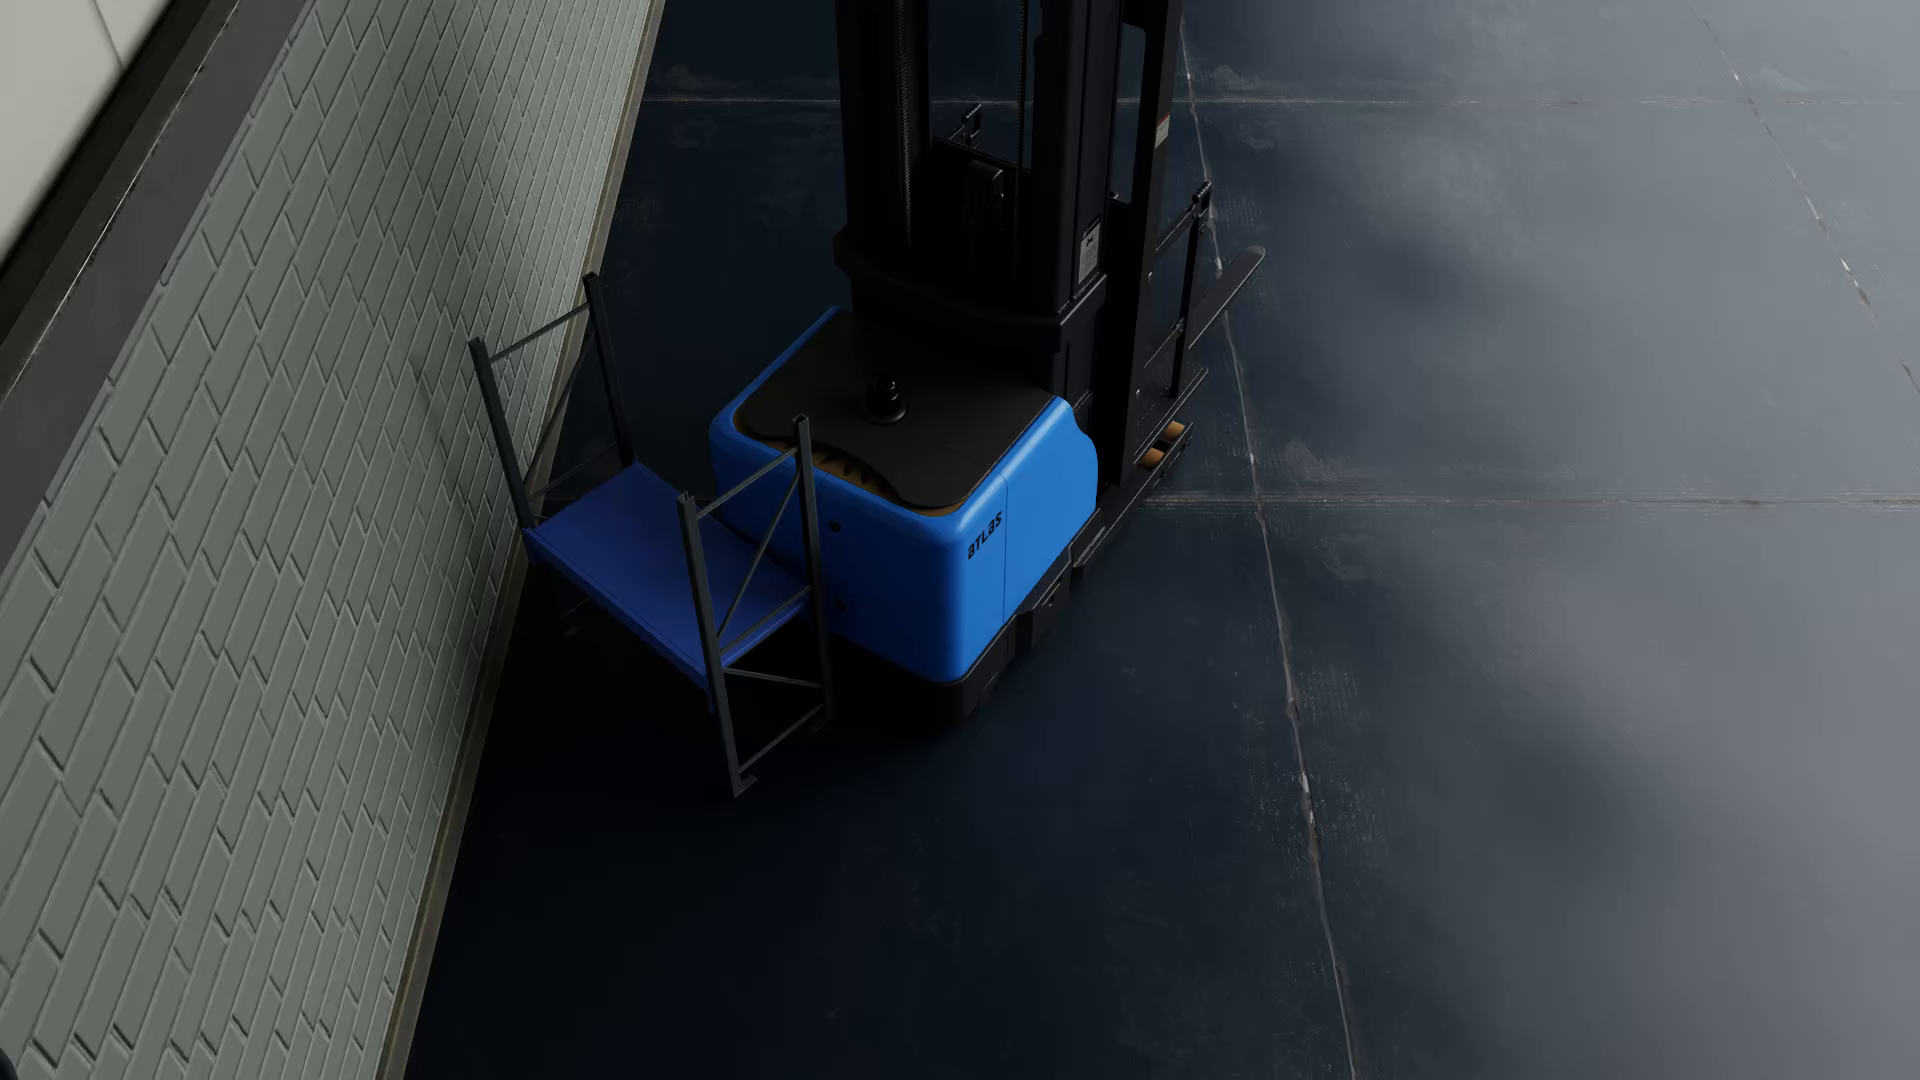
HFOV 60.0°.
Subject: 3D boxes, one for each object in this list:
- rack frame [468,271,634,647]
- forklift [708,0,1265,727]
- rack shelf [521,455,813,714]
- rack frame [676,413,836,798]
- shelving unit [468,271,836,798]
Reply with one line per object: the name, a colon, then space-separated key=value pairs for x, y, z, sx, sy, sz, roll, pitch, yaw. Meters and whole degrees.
rack frame: x=-1.384 y=-0.243 z=5.952 sx=0.032 sy=1.500 sz=0.500 roll=34 pitch=56 yaw=28
forklift: x=0.330 y=-1.385 z=6.037 sx=1.130 sy=2.935 sz=3.031 roll=25 pitch=52 yaw=21
rack shelf: x=-1.013 y=0.134 z=5.847 sx=1.000 sy=0.185 sz=0.538 roll=34 pitch=56 yaw=28
rack frame: x=-0.642 y=0.265 z=5.478 sx=0.032 sy=1.500 sz=0.500 roll=34 pitch=56 yaw=28
shelving unit: x=-1.013 y=0.011 z=5.715 sx=1.048 sy=1.500 sz=0.538 roll=34 pitch=56 yaw=28
